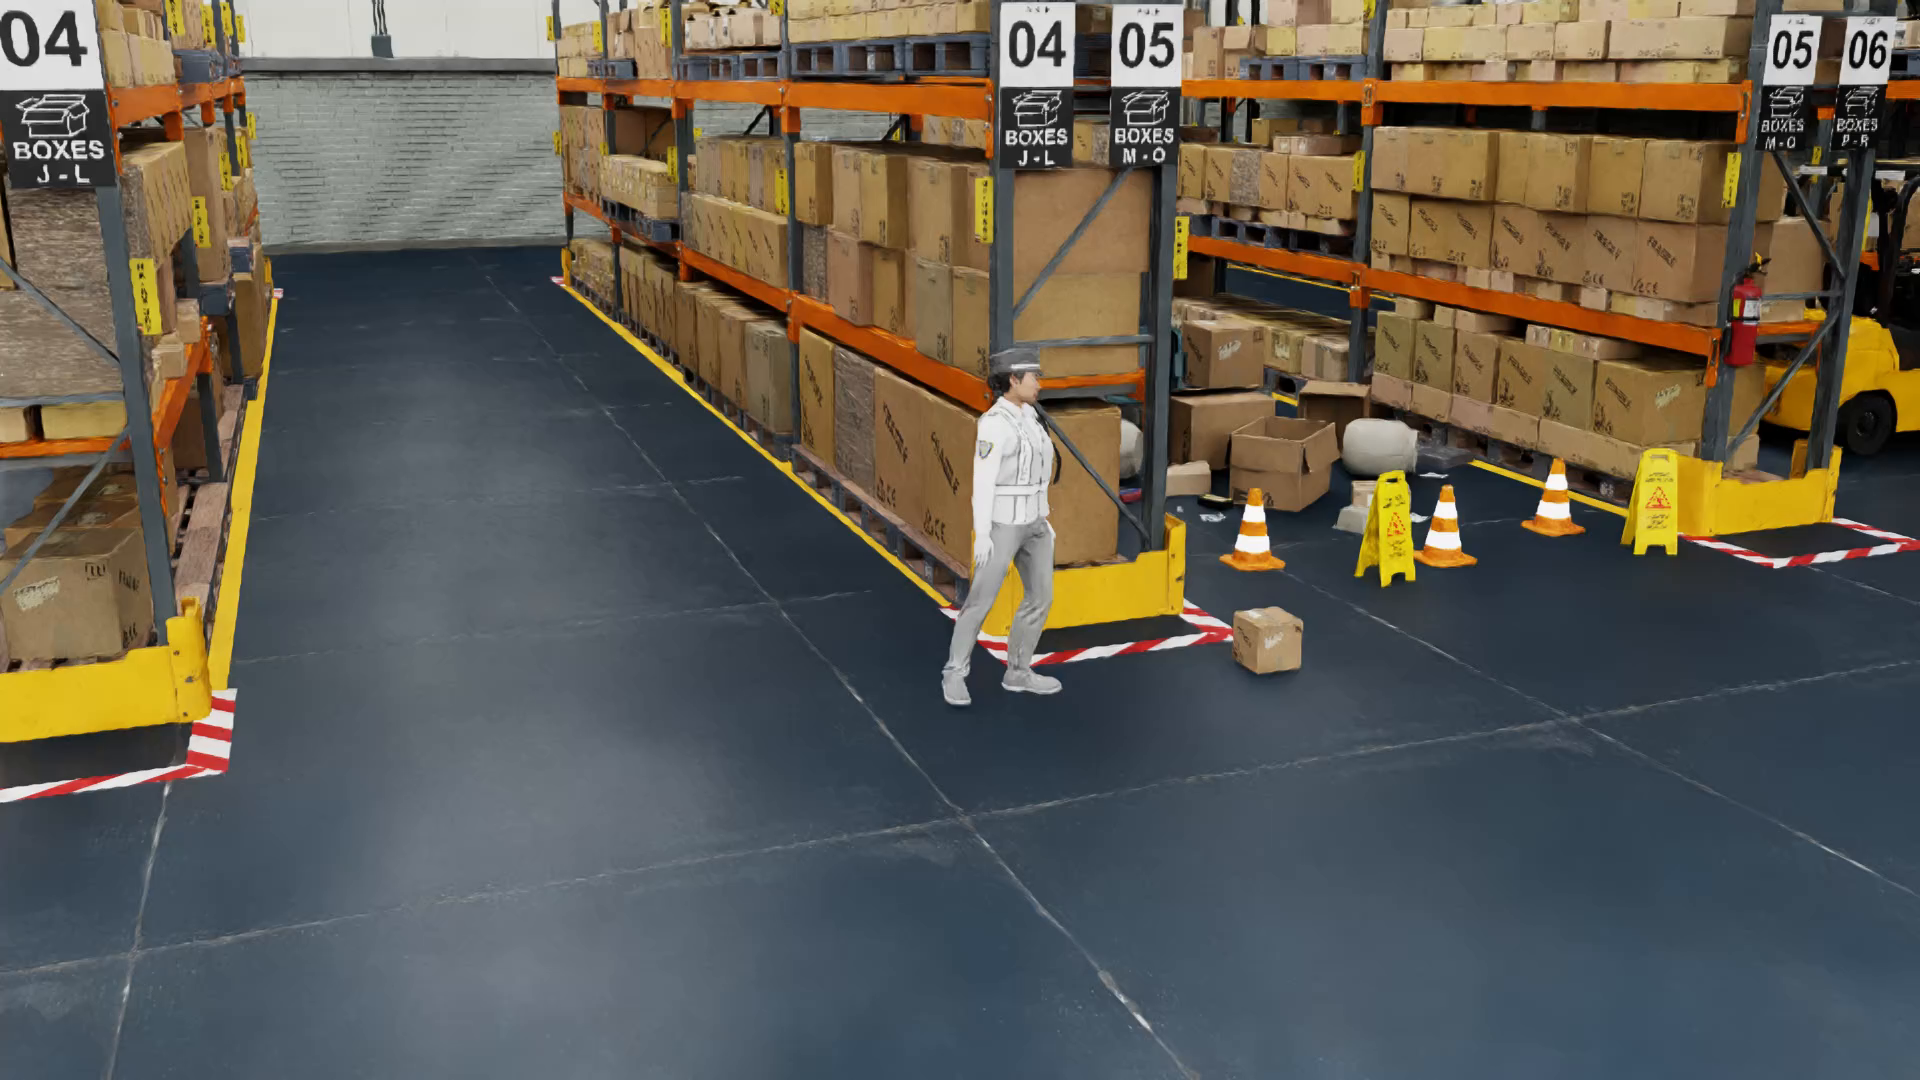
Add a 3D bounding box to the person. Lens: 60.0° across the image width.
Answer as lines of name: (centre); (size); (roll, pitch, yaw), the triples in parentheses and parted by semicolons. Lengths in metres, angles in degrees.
person: (0.184, -0.060, 7.742); (0.478, 1.666, 0.596); (10, 18, 31)
